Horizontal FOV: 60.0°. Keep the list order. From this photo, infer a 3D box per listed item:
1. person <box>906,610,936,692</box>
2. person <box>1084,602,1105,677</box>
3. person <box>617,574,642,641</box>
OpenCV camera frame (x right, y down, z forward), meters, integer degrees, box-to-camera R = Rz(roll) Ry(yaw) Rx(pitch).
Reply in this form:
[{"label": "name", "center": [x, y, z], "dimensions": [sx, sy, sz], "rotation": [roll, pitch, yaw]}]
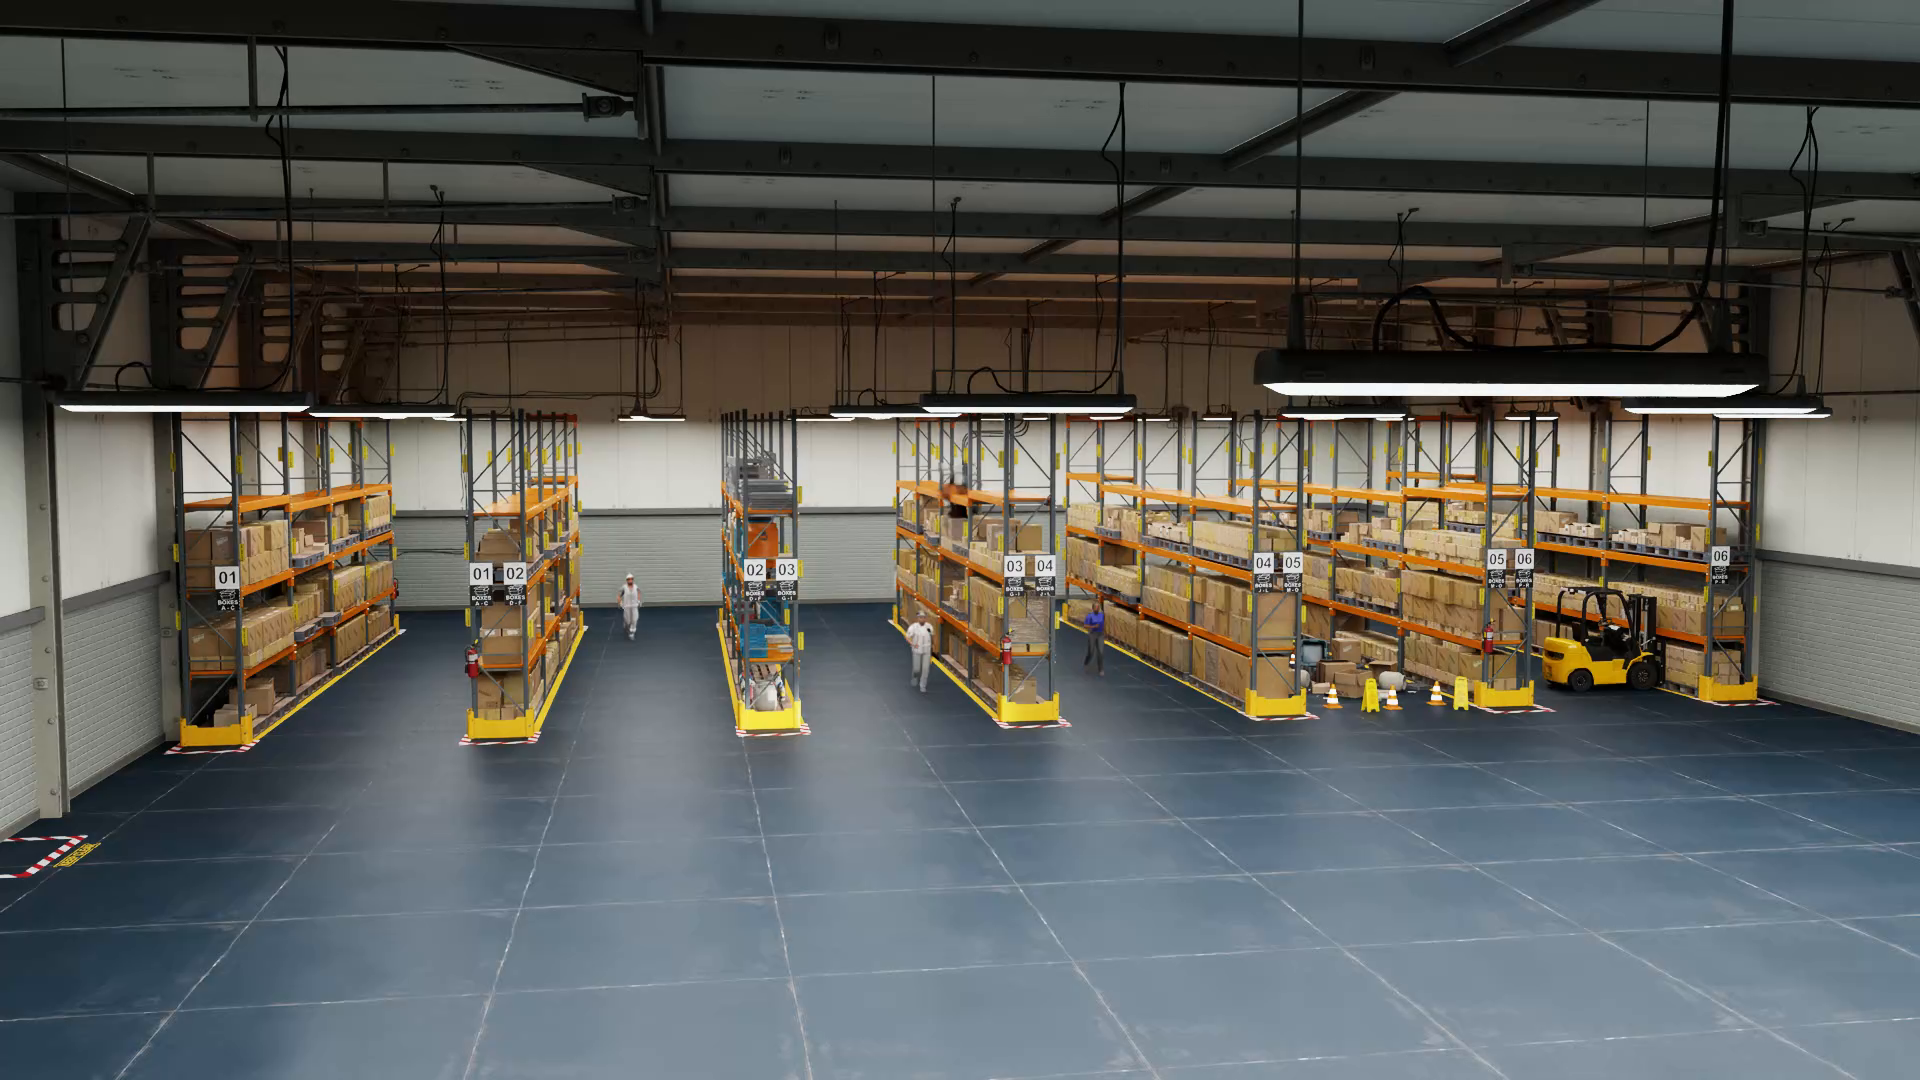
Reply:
[{"label": "person", "center": [-0.830, 2.364, 35.649], "dimensions": [0.664, 1.742, 0.678], "rotation": [-1, 4, -15]}, {"label": "person", "center": [3.067, 2.237, 37.816], "dimensions": [0.604, 1.663, 0.900], "rotation": [-1, 4, -19]}, {"label": "person", "center": [-8.747, 1.784, 44.115], "dimensions": [0.656, 1.752, 0.726], "rotation": [-2, 4, -23]}]
